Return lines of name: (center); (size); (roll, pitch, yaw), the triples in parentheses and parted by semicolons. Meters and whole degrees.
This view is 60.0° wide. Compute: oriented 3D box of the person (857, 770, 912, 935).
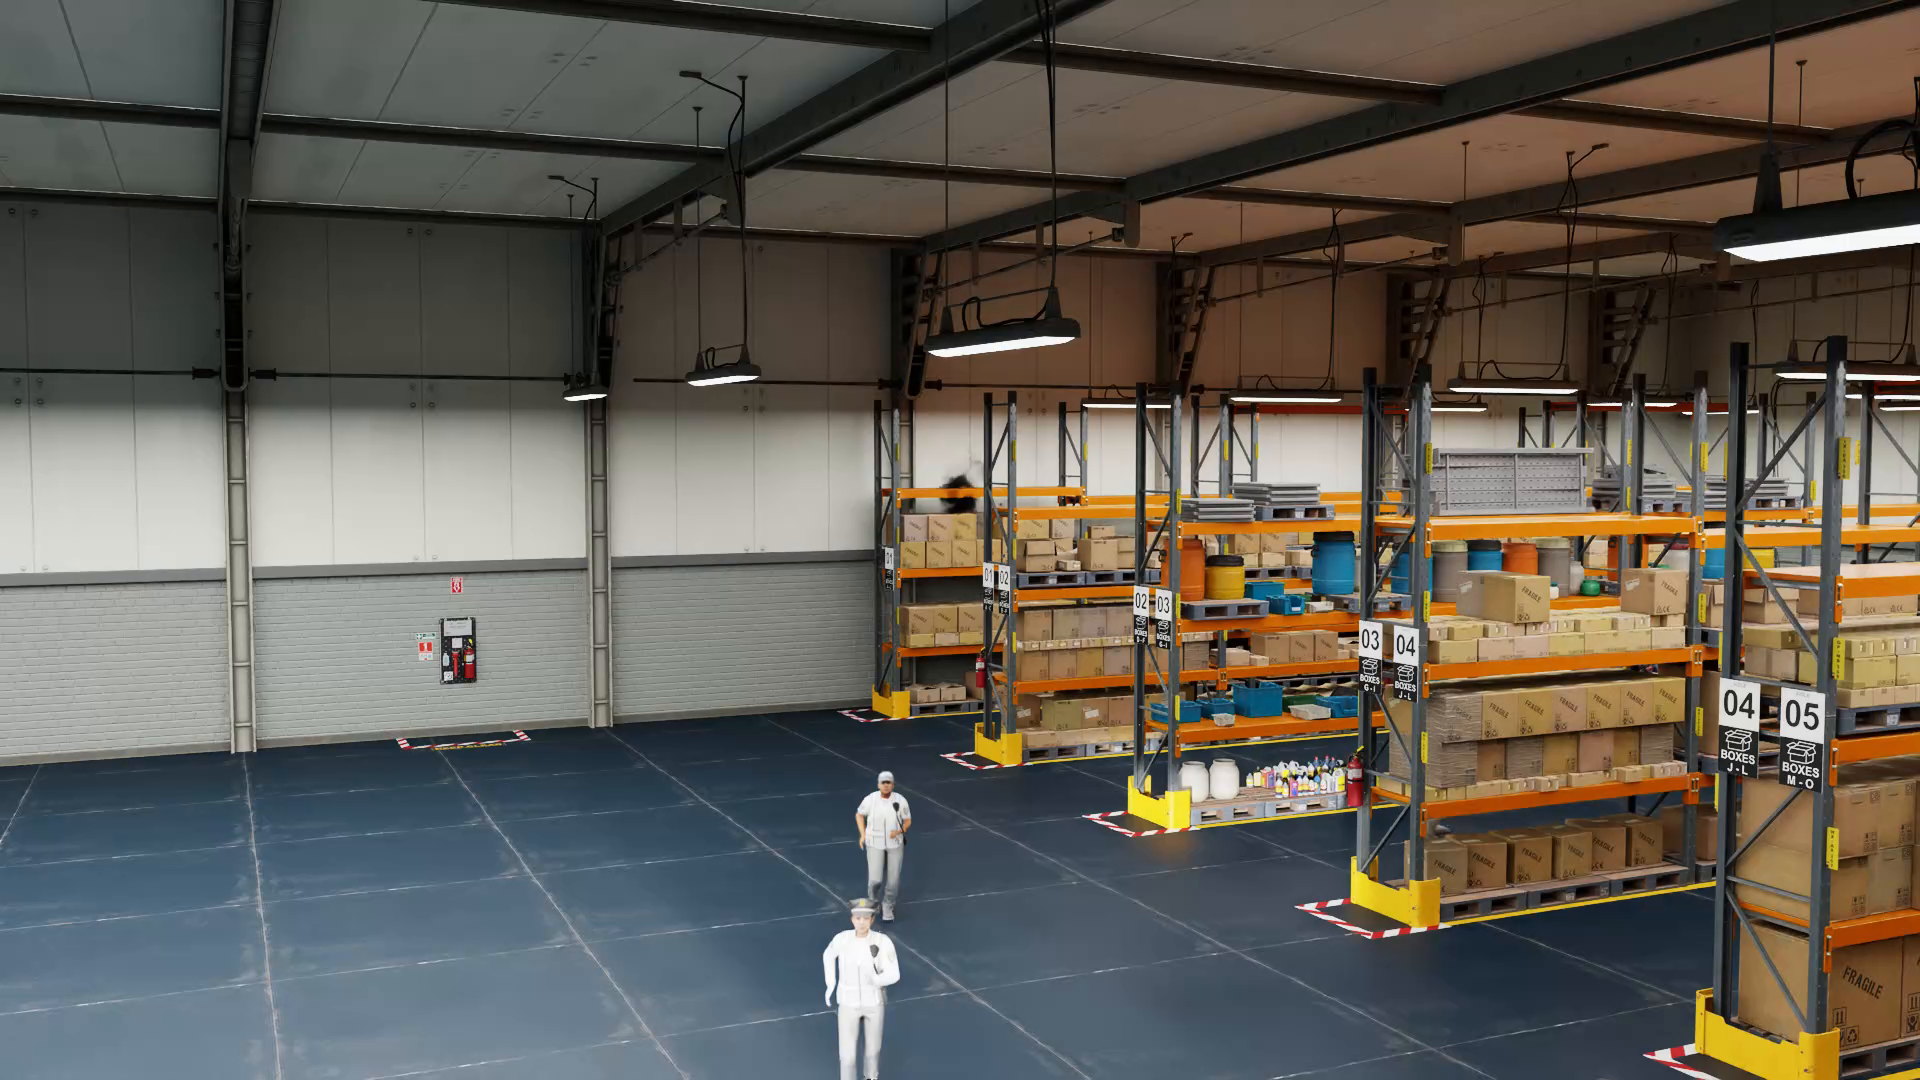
person: (-0.803, 3.309, 17.724); (0.574, 1.728, 0.724); (0, 3, -6)

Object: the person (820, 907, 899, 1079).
person: (-0.761, 3.569, 12.465); (0.612, 1.680, 0.921); (0, 3, 0)

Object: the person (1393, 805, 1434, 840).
person: (5.531, 3.117, 20.184); (0.674, 1.728, 0.646); (-2, 4, -30)
